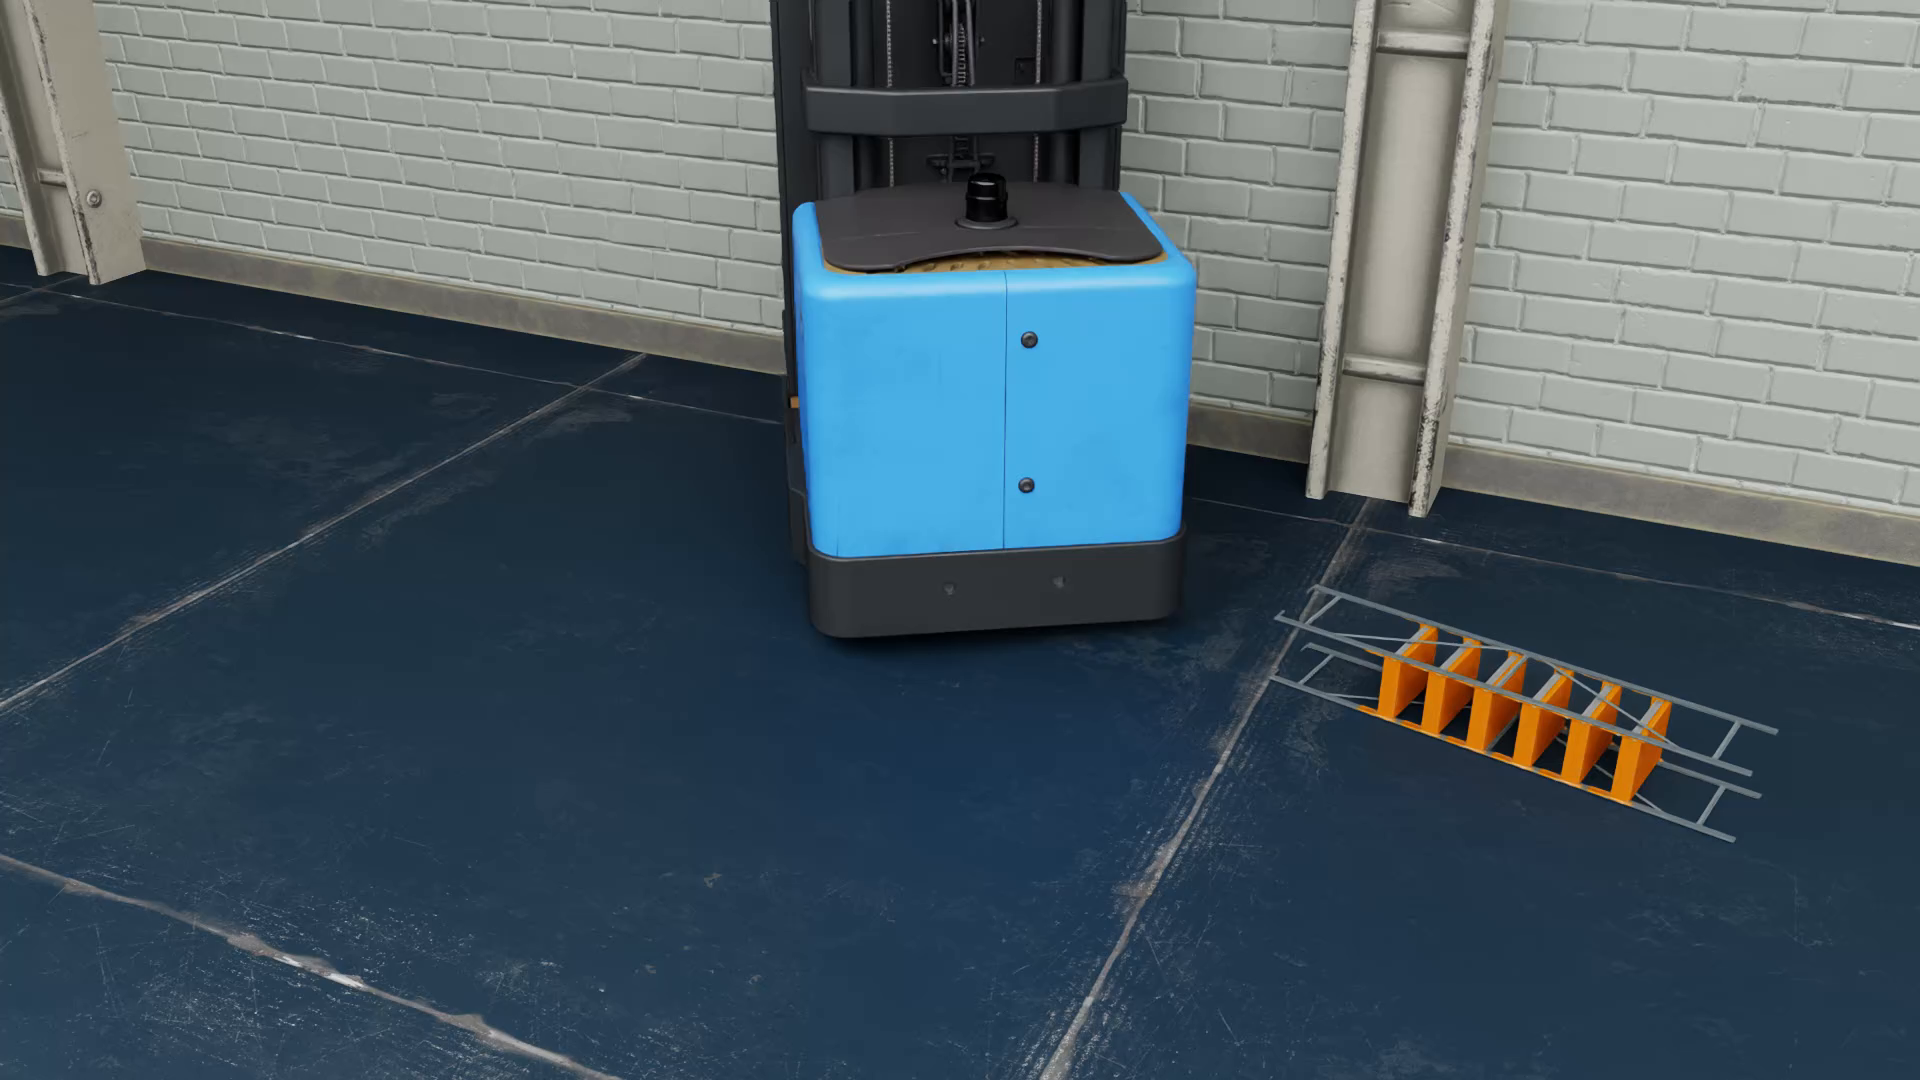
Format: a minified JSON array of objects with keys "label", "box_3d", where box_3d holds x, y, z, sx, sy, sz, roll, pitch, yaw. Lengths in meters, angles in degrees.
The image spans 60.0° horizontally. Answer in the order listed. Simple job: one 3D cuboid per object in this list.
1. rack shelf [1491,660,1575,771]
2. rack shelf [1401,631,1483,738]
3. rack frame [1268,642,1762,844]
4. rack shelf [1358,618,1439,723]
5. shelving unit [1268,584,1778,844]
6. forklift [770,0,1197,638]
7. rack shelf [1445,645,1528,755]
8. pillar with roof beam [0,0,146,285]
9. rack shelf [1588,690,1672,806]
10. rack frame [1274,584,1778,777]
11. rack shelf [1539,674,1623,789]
[{"label":"rack shelf","box_3d":[1.438,0.430,4.157,0.103,0.180,0.258,19,32,33]},{"label":"rack shelf","box_3d":[1.248,0.365,4.289,0.103,0.180,0.258,19,32,33]},{"label":"rack frame","box_3d":[1.378,0.492,4.239,1.200,0.006,0.240,19,32,33]},{"label":"rack shelf","box_3d":[1.153,0.333,4.354,0.103,0.180,0.258,19,32,33]},{"label":"shelving unit","box_3d":[1.378,0.410,4.198,1.200,0.189,0.258,19,32,33]},{"label":"forklift","box_3d":[-0.064,-1.669,5.321,1.130,2.935,3.031,-3,26,-6]},{"label":"rack shelf","box_3d":[1.343,0.398,4.223,0.103,0.180,0.258,19,32,33]},{"label":"pillar with roof beam","box_3d":[-5.851,-3.573,2.320,0.400,9.000,9.100,11,28,22]},{"label":"rack shelf","box_3d":[1.628,0.495,4.025,0.103,0.180,0.258,19,32,33]},{"label":"rack frame","box_3d":[1.378,0.328,4.158,1.200,0.006,0.240,19,32,33]},{"label":"rack shelf","box_3d":[1.533,0.463,4.091,0.103,0.180,0.258,19,32,33]}]
